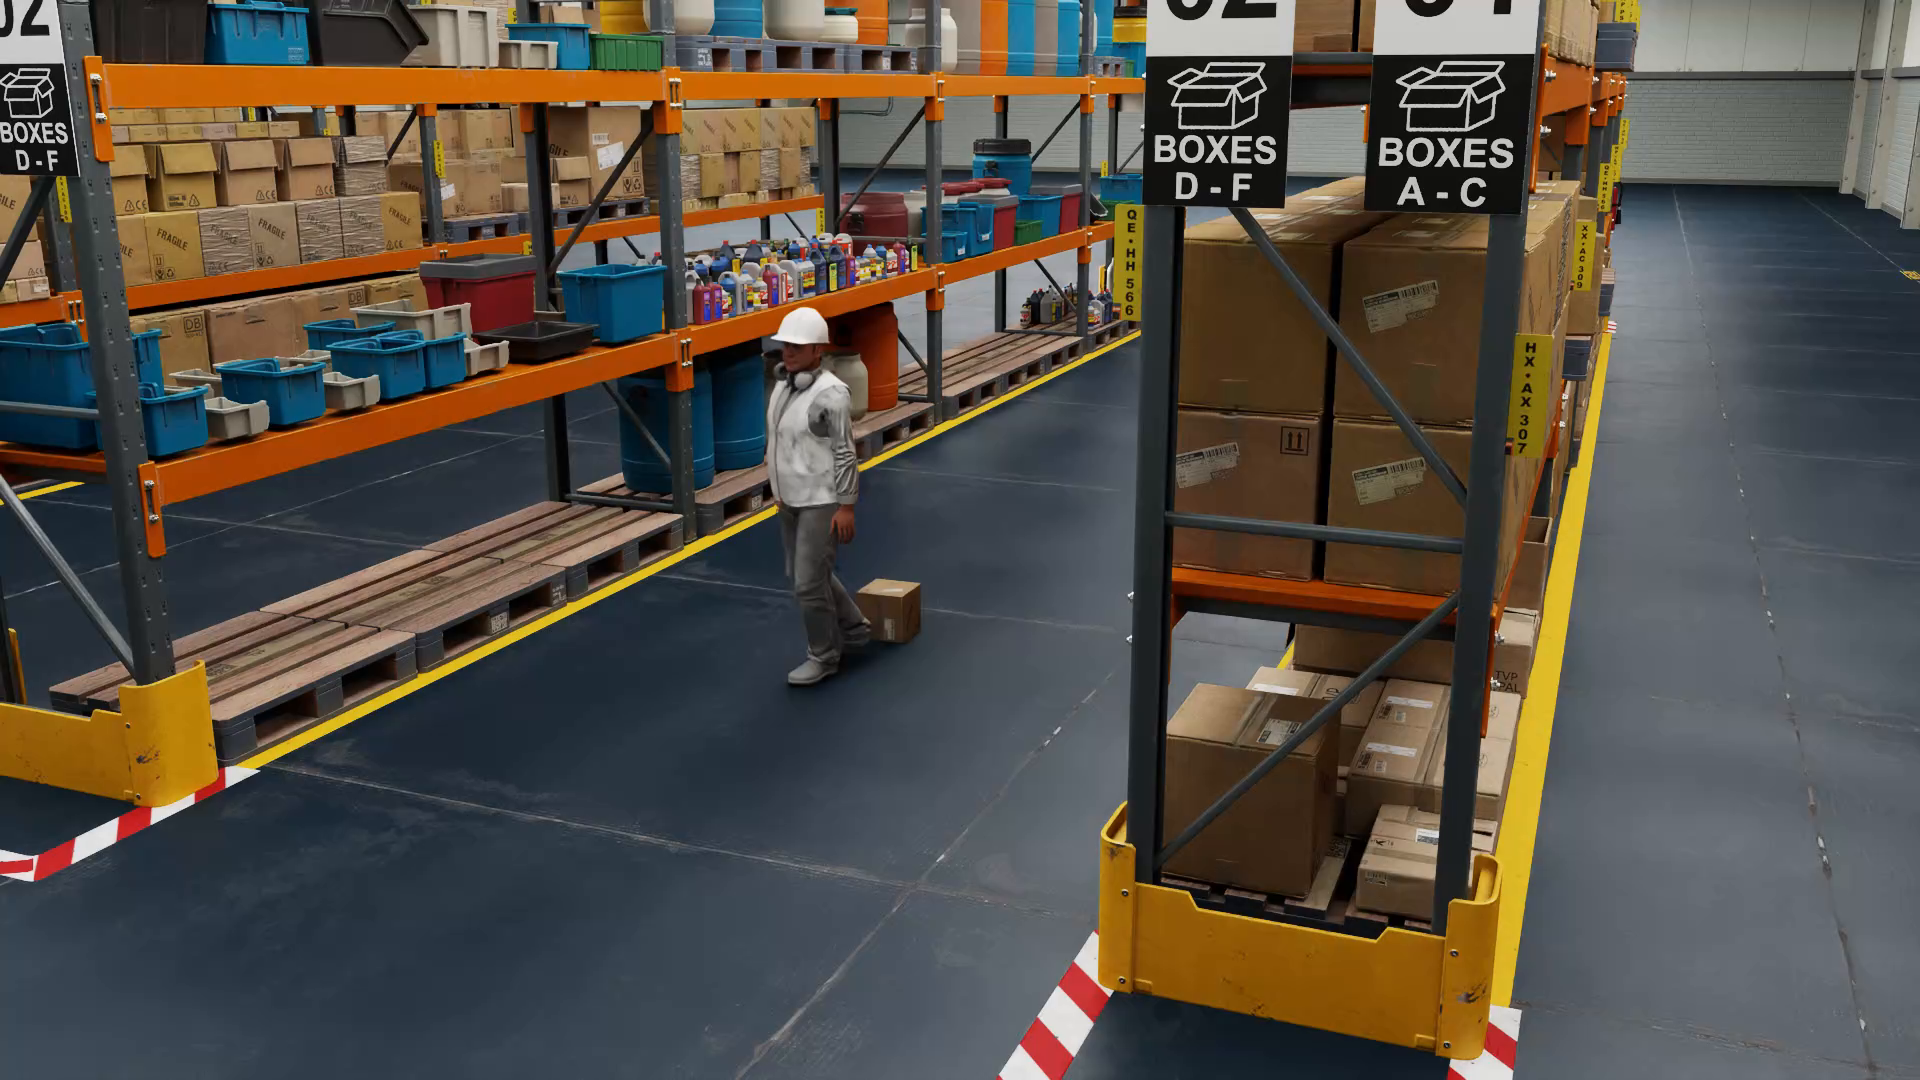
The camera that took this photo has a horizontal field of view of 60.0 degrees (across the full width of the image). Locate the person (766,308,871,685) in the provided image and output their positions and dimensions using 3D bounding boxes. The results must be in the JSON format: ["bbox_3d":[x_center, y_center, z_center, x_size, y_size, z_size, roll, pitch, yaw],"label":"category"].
[{"bbox_3d":[-0.633,-0.217,7.765,0.570,1.762,0.581,-10,18,-33],"label":"person"}]
